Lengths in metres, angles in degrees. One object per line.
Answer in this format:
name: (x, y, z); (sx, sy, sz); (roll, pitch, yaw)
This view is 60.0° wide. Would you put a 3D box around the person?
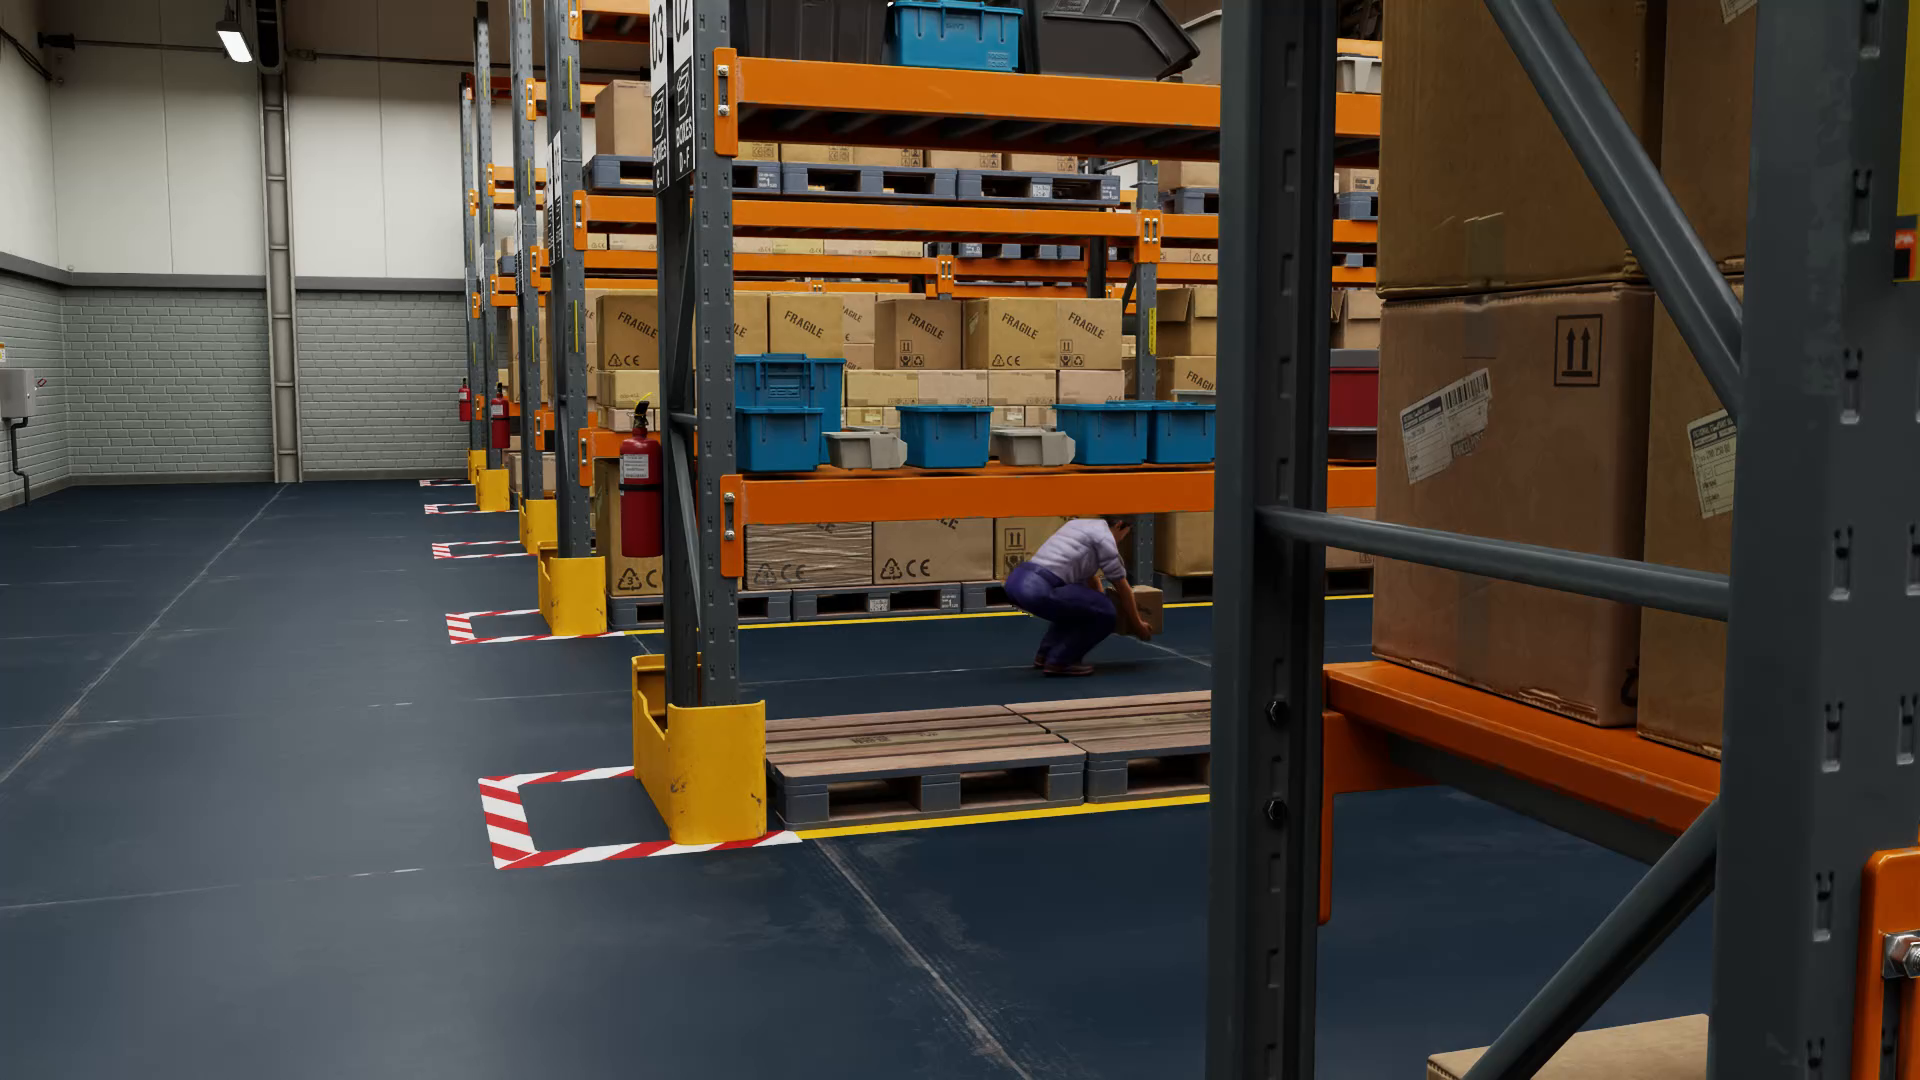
person: (0.661, 0.271, 9.444); (0.829, 0.953, 0.526); (-2, 6, -19)
